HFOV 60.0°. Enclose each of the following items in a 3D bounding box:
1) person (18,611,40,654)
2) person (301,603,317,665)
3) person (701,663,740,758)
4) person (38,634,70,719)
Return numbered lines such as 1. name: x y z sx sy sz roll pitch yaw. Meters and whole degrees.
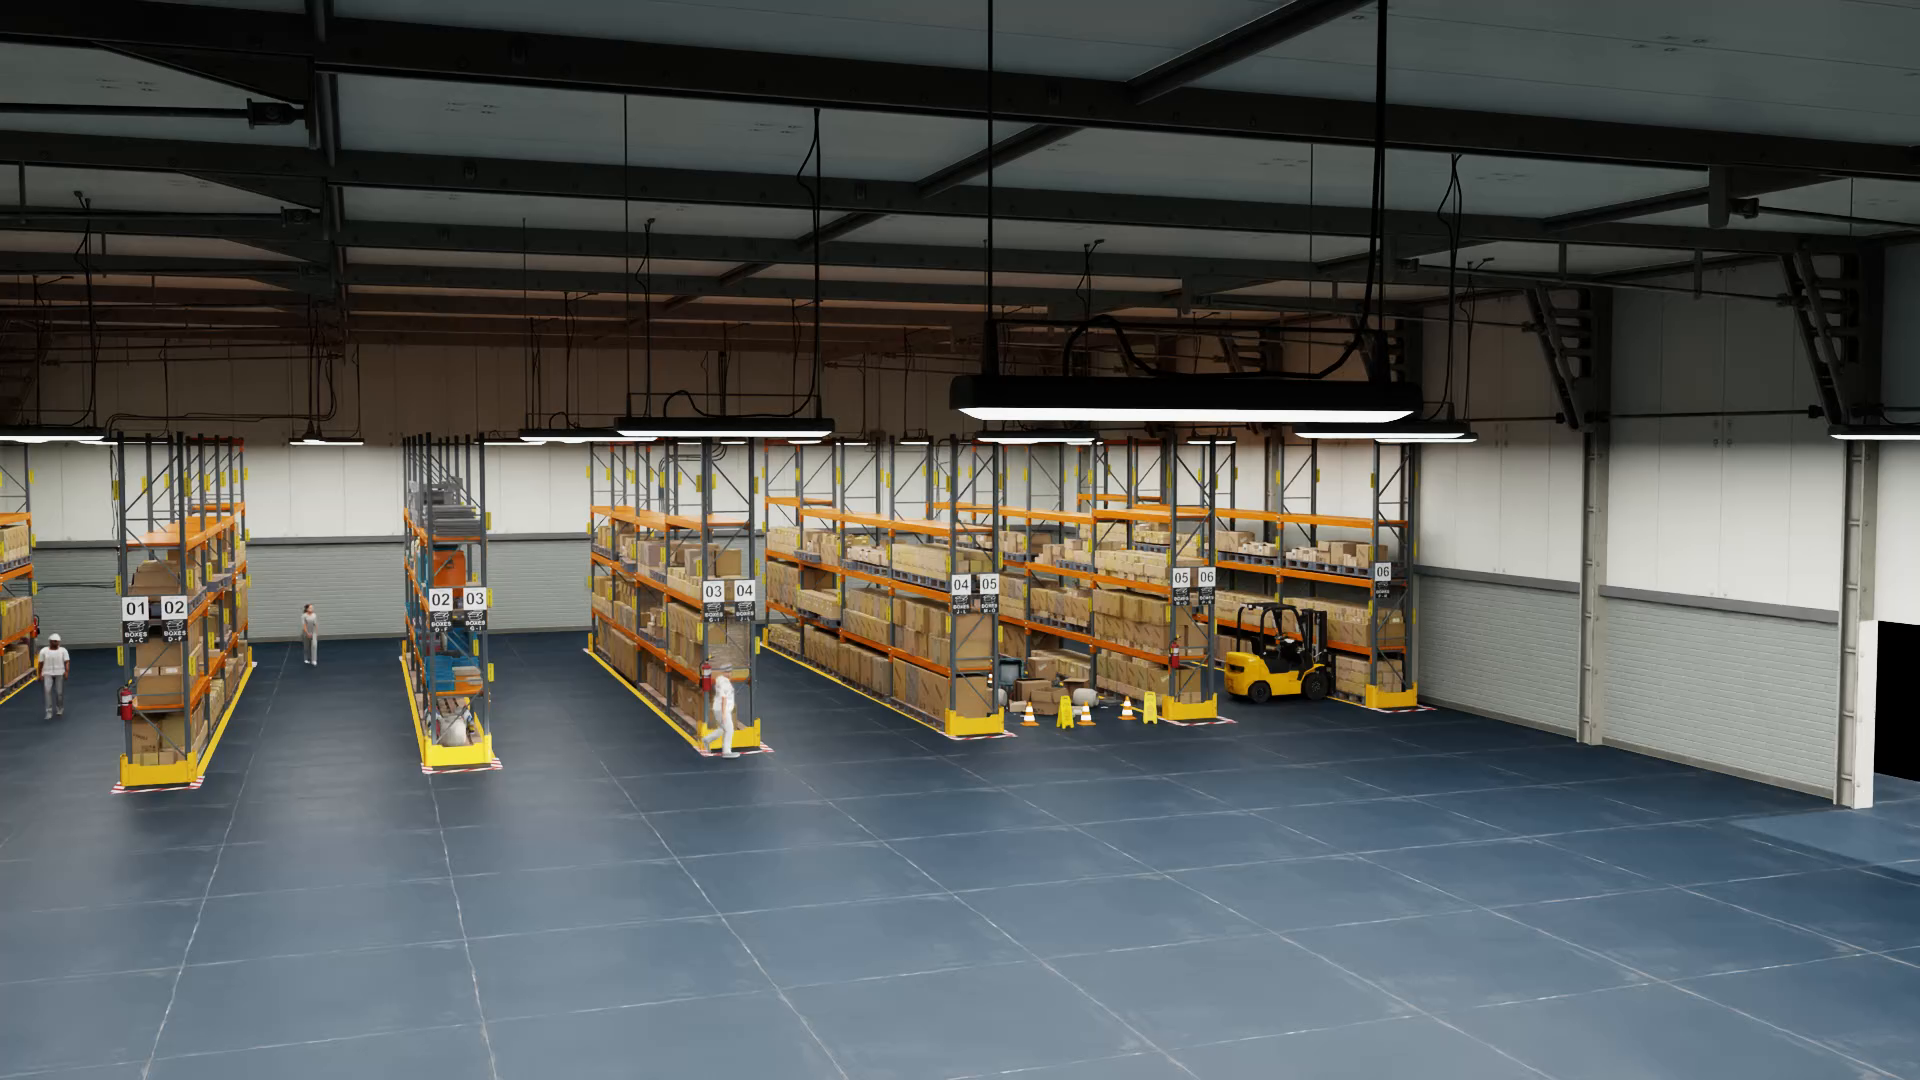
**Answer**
1. person: -24.004 2.512 42.943 0.997 1.600 0.461 -1 3 -22
2. person: -17.116 2.473 43.783 0.424 1.605 1.009 -2 4 -33
3. person: -4.410 3.133 30.654 0.688 1.734 0.549 0 3 -4
4. person: -19.283 2.899 35.394 0.600 1.768 0.766 -2 4 -29
